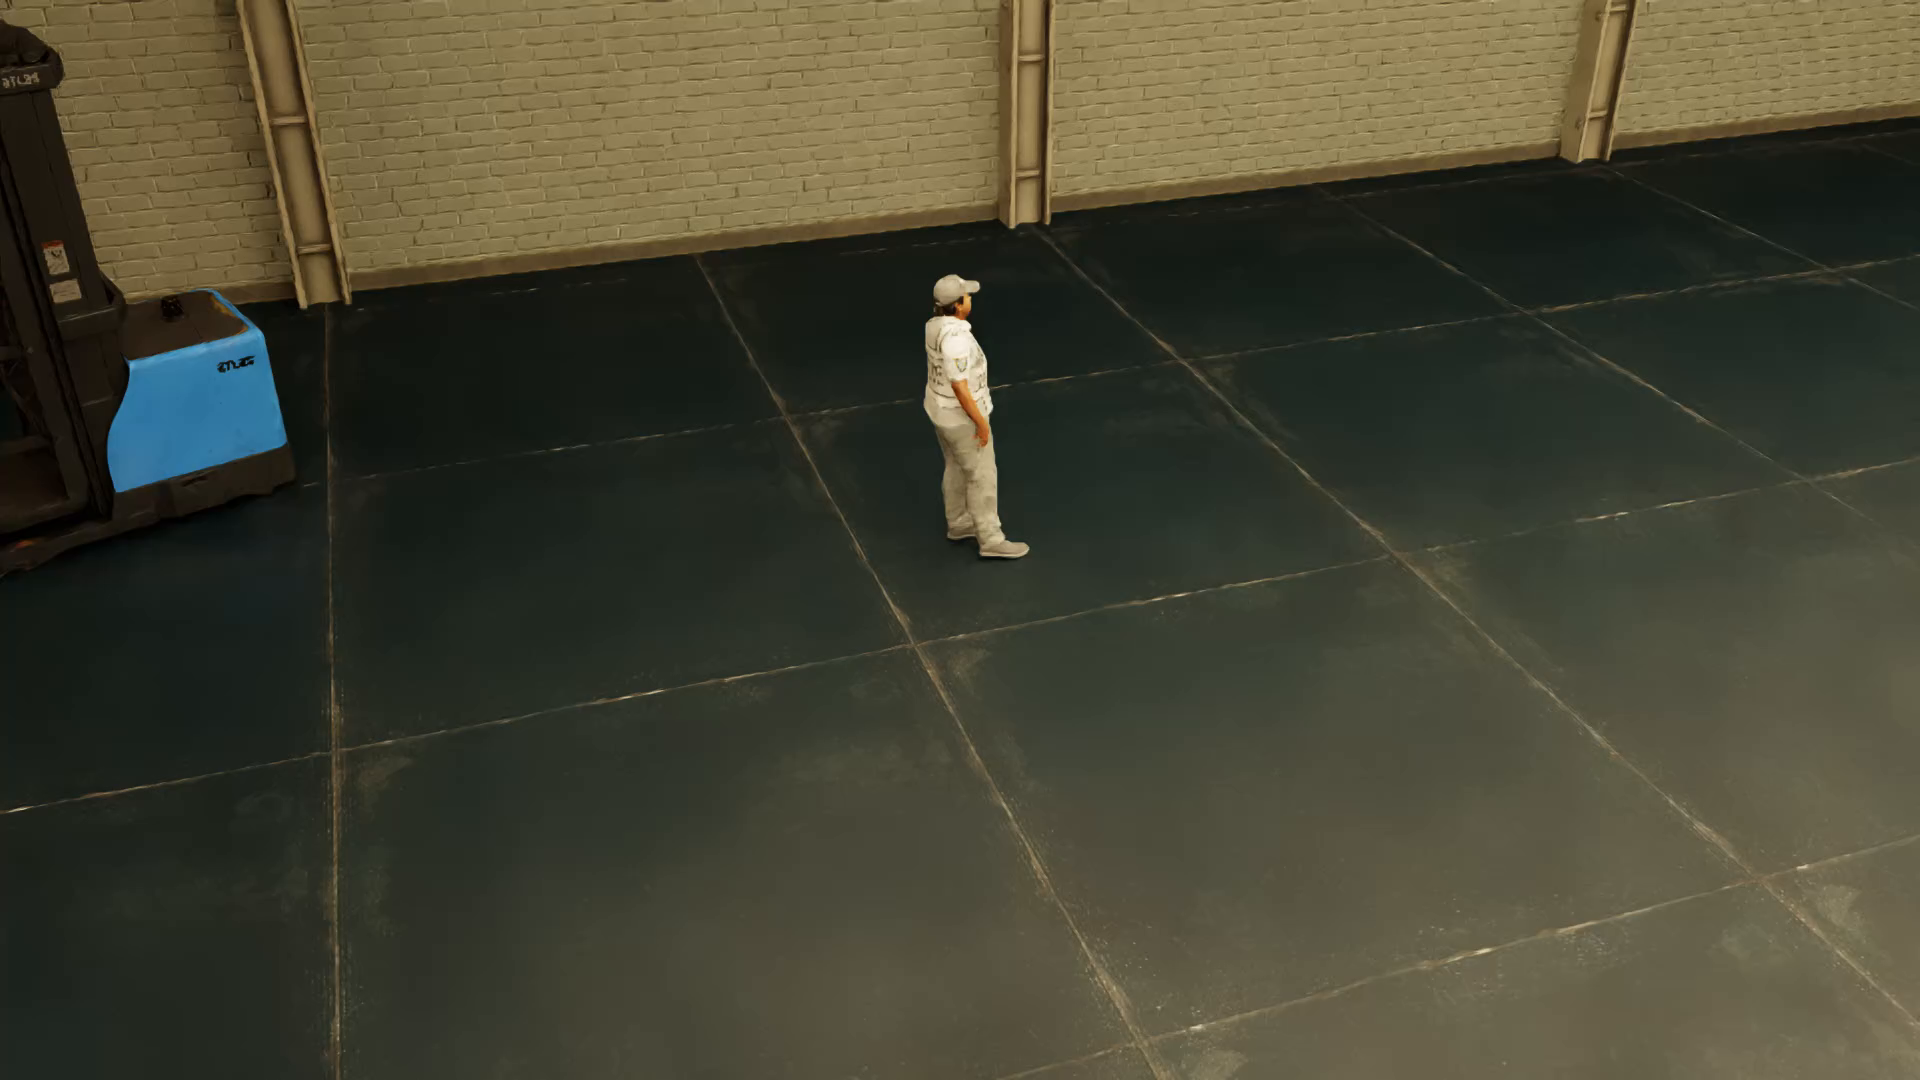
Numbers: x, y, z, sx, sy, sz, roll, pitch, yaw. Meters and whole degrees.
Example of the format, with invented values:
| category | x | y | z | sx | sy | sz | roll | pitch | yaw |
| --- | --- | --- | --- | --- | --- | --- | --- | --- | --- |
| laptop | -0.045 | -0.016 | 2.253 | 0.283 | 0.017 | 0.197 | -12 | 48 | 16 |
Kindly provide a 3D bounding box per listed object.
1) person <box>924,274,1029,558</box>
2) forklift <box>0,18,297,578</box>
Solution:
| category | x | y | z | sx | sy | sz | roll | pitch | yaw |
| --- | --- | --- | --- | --- | --- | --- | --- | --- | --- |
| person | 0.080 | -0.730 | 9.609 | 0.529 | 1.669 | 0.598 | -10 | 31 | -16 |
| forklift | -5.690 | -1.336 | 9.409 | 3.031 | 2.935 | 1.130 | -22 | 36 | -33 |
